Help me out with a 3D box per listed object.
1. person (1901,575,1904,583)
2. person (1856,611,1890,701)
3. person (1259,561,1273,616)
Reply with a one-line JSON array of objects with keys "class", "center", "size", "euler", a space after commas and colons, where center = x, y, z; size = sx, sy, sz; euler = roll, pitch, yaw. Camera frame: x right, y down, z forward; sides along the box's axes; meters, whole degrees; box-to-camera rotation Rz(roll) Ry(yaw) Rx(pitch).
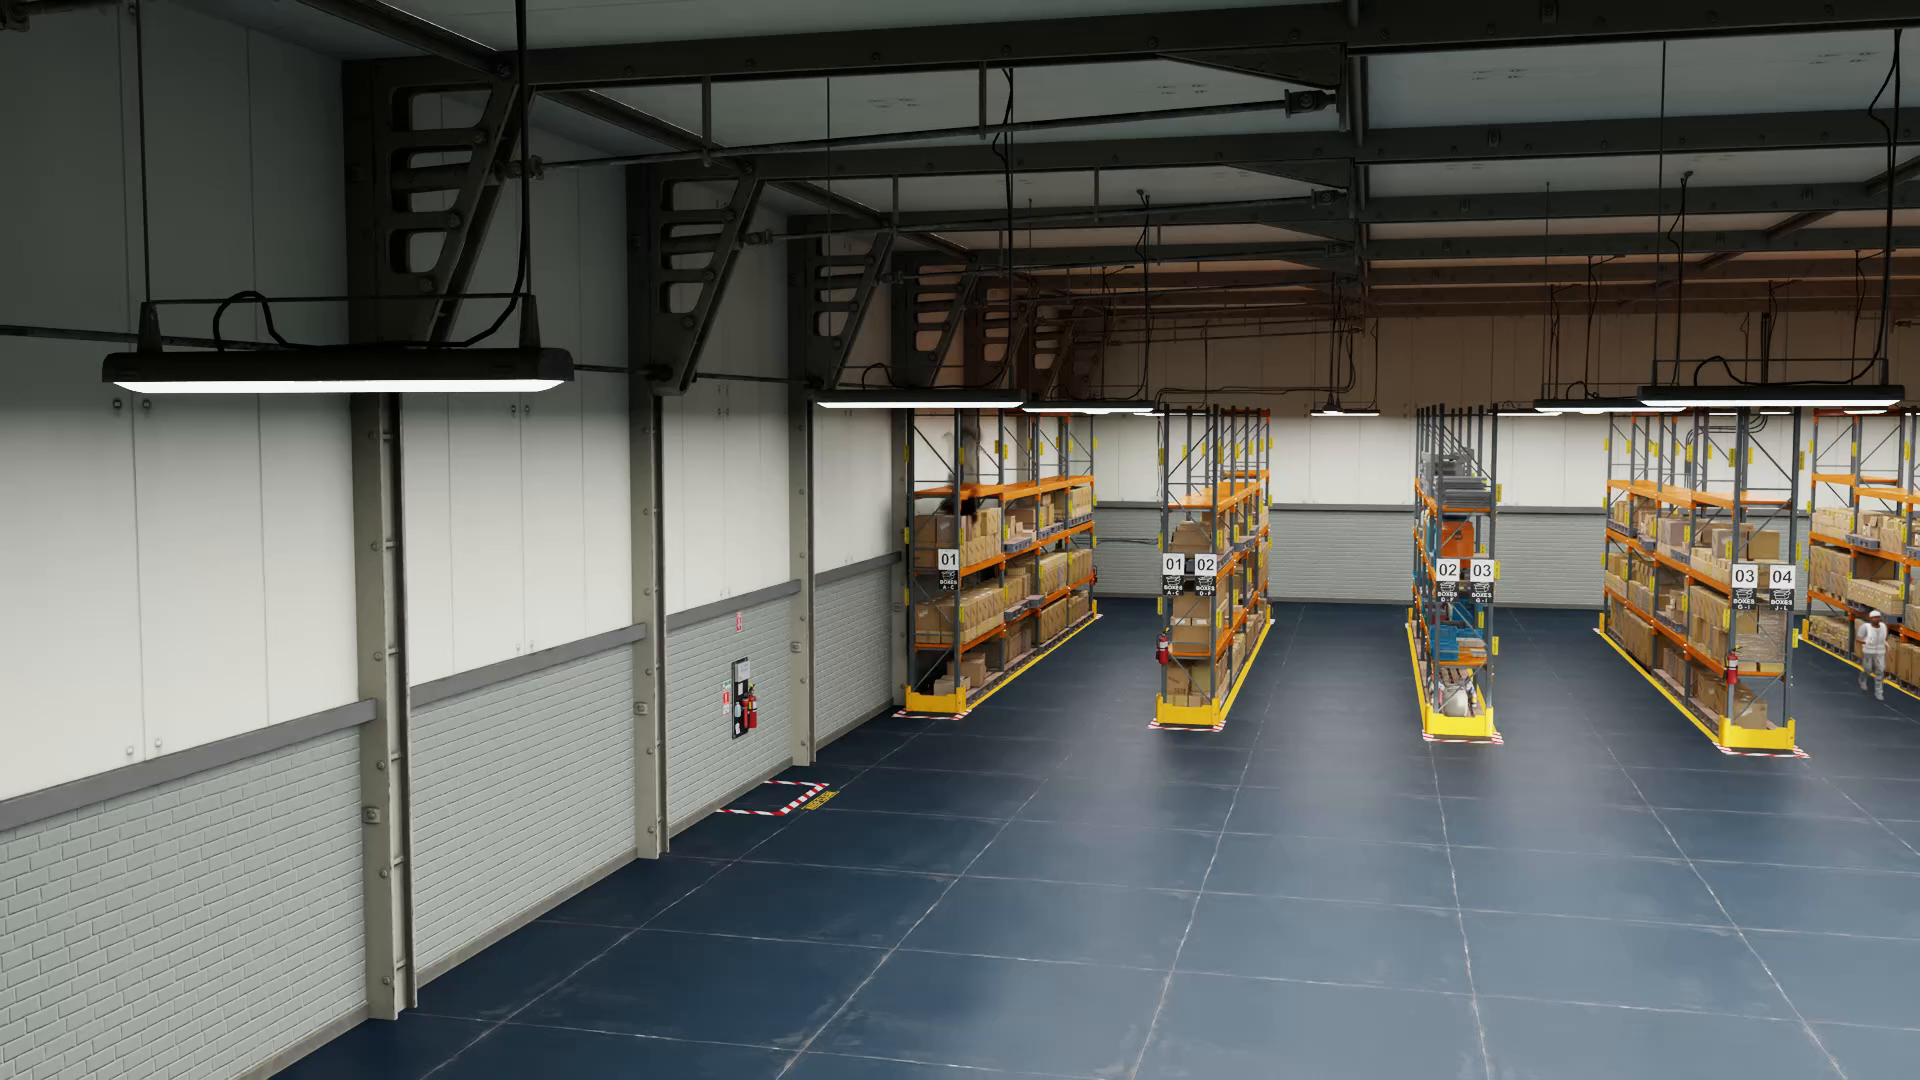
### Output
[{"class": "person", "center": [23.889, 1.775, 42.067], "size": [0.667, 1.786, 0.947], "euler": [1, 4, 12]}, {"class": "person", "center": [18.777, 2.343, 34.194], "size": [0.683, 1.807, 0.985], "euler": [1, 4, 11]}, {"class": "person", "center": [8.749, 1.388, 48.408], "size": [0.649, 1.784, 0.811], "euler": [-4, 6, -42]}]
